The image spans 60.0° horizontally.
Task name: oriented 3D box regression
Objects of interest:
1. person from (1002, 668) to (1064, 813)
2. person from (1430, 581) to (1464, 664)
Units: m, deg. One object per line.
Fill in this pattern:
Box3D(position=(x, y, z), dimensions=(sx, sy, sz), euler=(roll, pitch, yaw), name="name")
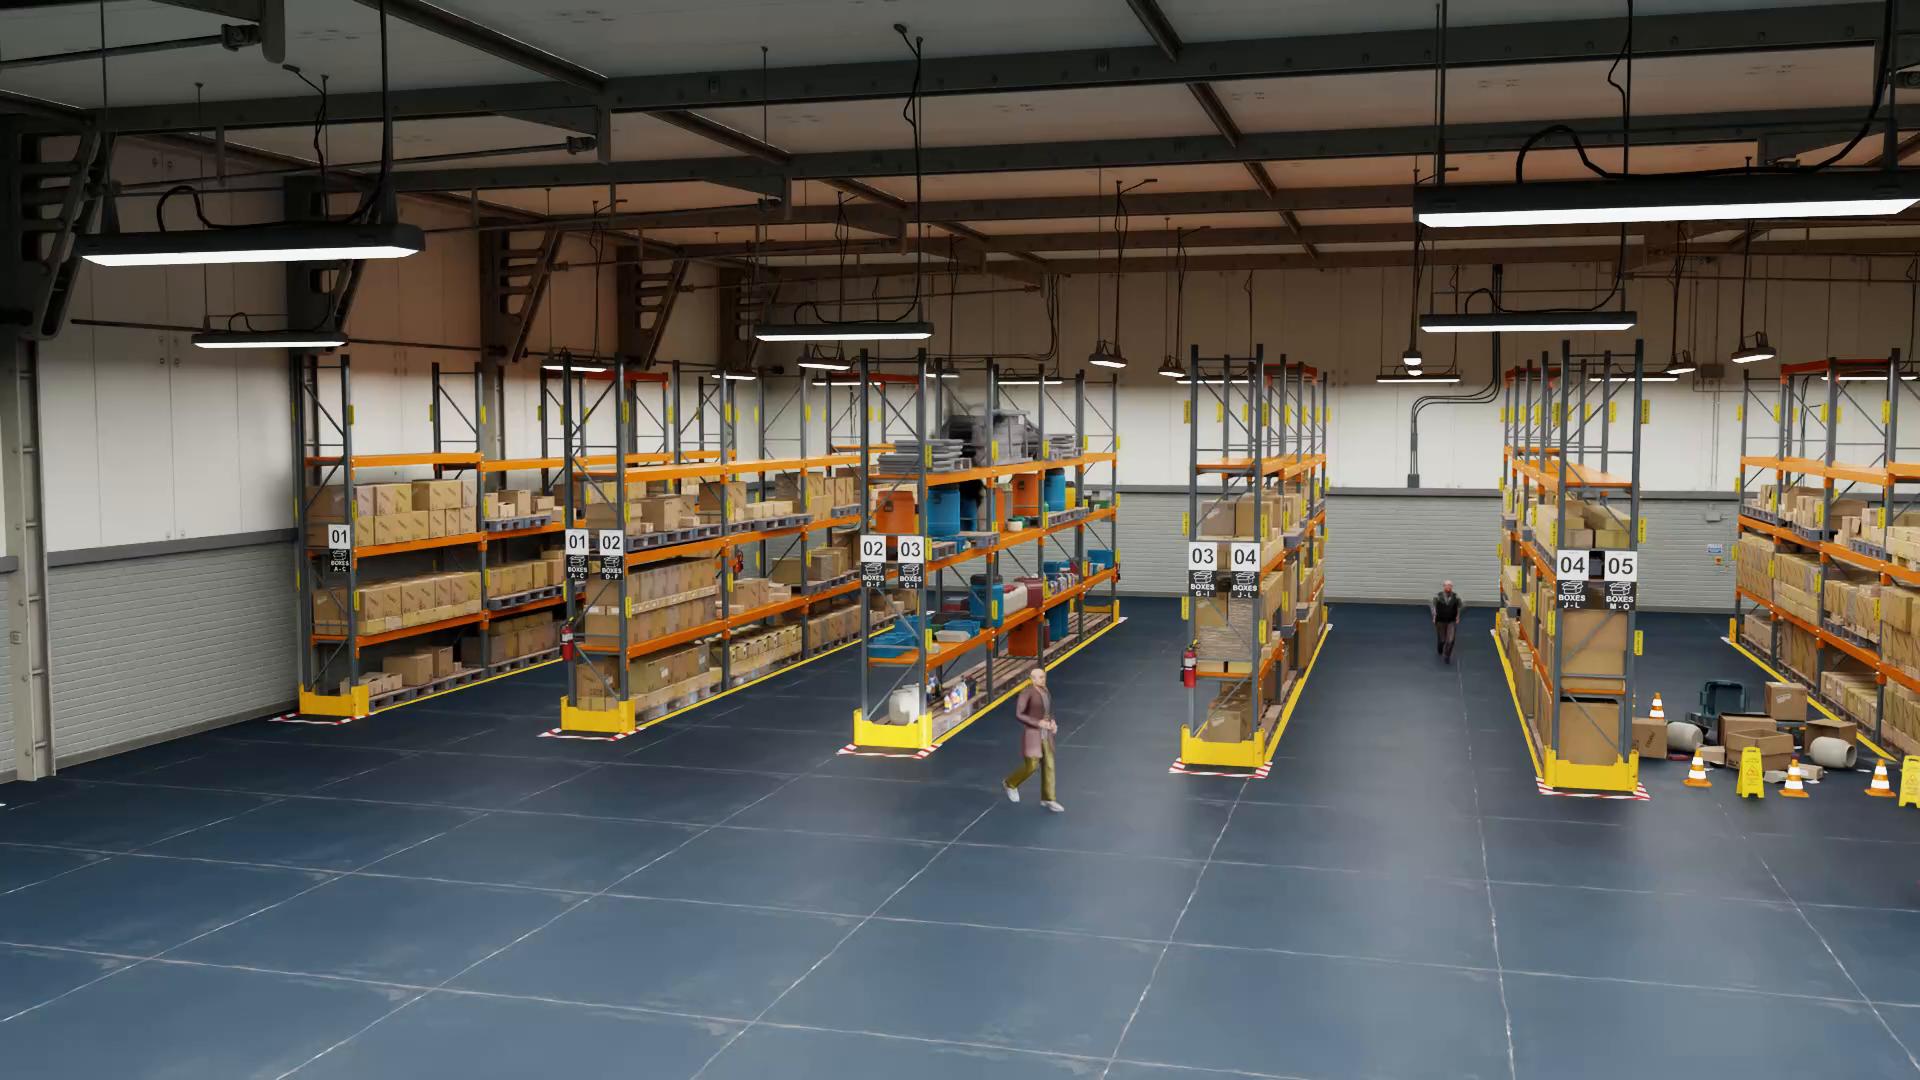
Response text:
Box3D(position=(0.952, 2.524, 21.213), dimensions=(0.935, 1.798, 0.732), euler=(4, 6, 44), name="person")
Box3D(position=(9.866, 1.647, 33.708), dimensions=(0.647, 1.675, 0.637), euler=(1, 4, 13), name="person")
